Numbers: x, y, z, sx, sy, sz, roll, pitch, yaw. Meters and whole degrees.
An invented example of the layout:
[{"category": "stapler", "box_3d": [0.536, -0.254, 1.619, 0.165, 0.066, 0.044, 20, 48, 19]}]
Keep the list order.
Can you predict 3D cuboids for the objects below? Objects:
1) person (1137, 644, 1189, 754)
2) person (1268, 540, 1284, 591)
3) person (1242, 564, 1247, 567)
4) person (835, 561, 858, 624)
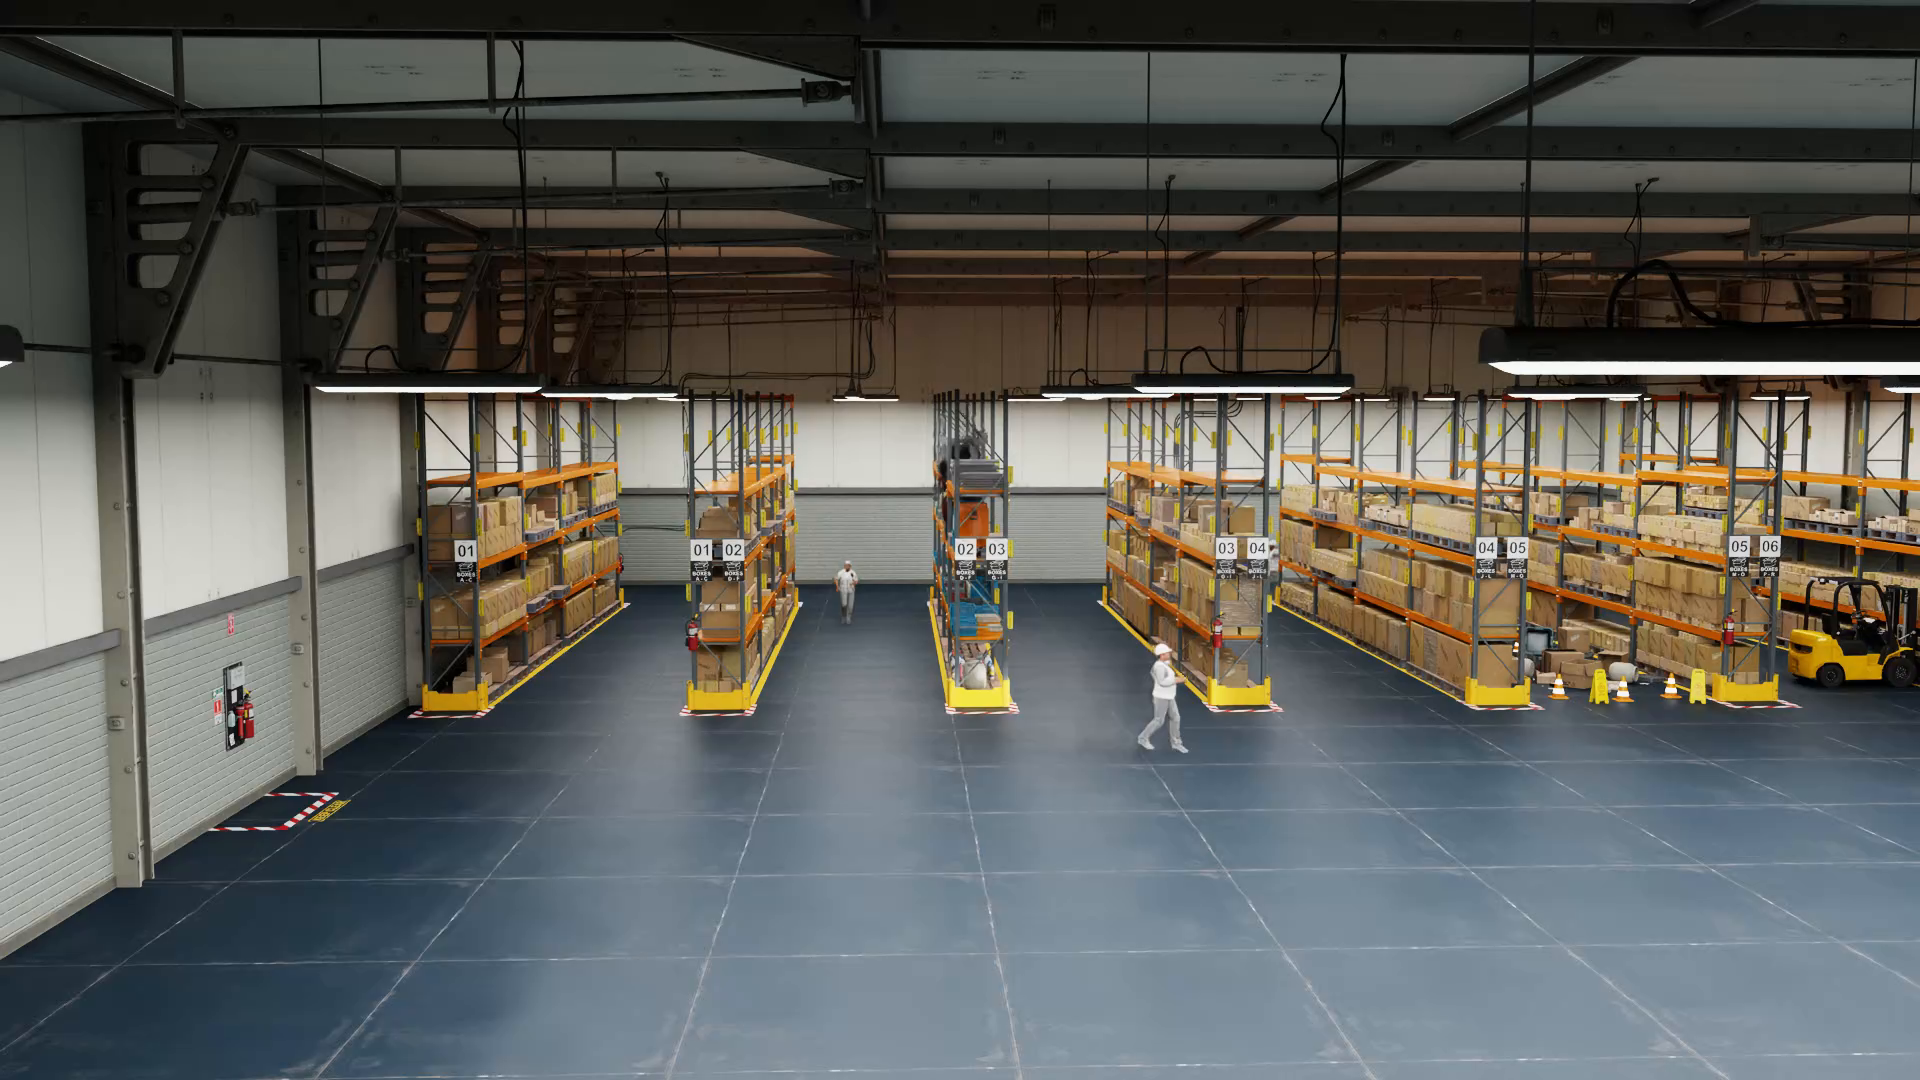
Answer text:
[{"category": "person", "box_3d": [3.332, 2.601, 27.251, 0.836, 1.812, 0.647, 2, 5, 19]}, {"category": "person", "box_3d": [9.242, 0.863, 49.092, 0.915, 1.760, 0.791, 0, 5, 3]}, {"category": "person", "box_3d": [7.978, 1.104, 46.734, 0.600, 1.626, 0.513, 1, 5, 12]}, {"category": "person", "box_3d": [-2.936, 1.367, 43.303, 0.585, 1.645, 0.627, -1, 5, -13]}]
